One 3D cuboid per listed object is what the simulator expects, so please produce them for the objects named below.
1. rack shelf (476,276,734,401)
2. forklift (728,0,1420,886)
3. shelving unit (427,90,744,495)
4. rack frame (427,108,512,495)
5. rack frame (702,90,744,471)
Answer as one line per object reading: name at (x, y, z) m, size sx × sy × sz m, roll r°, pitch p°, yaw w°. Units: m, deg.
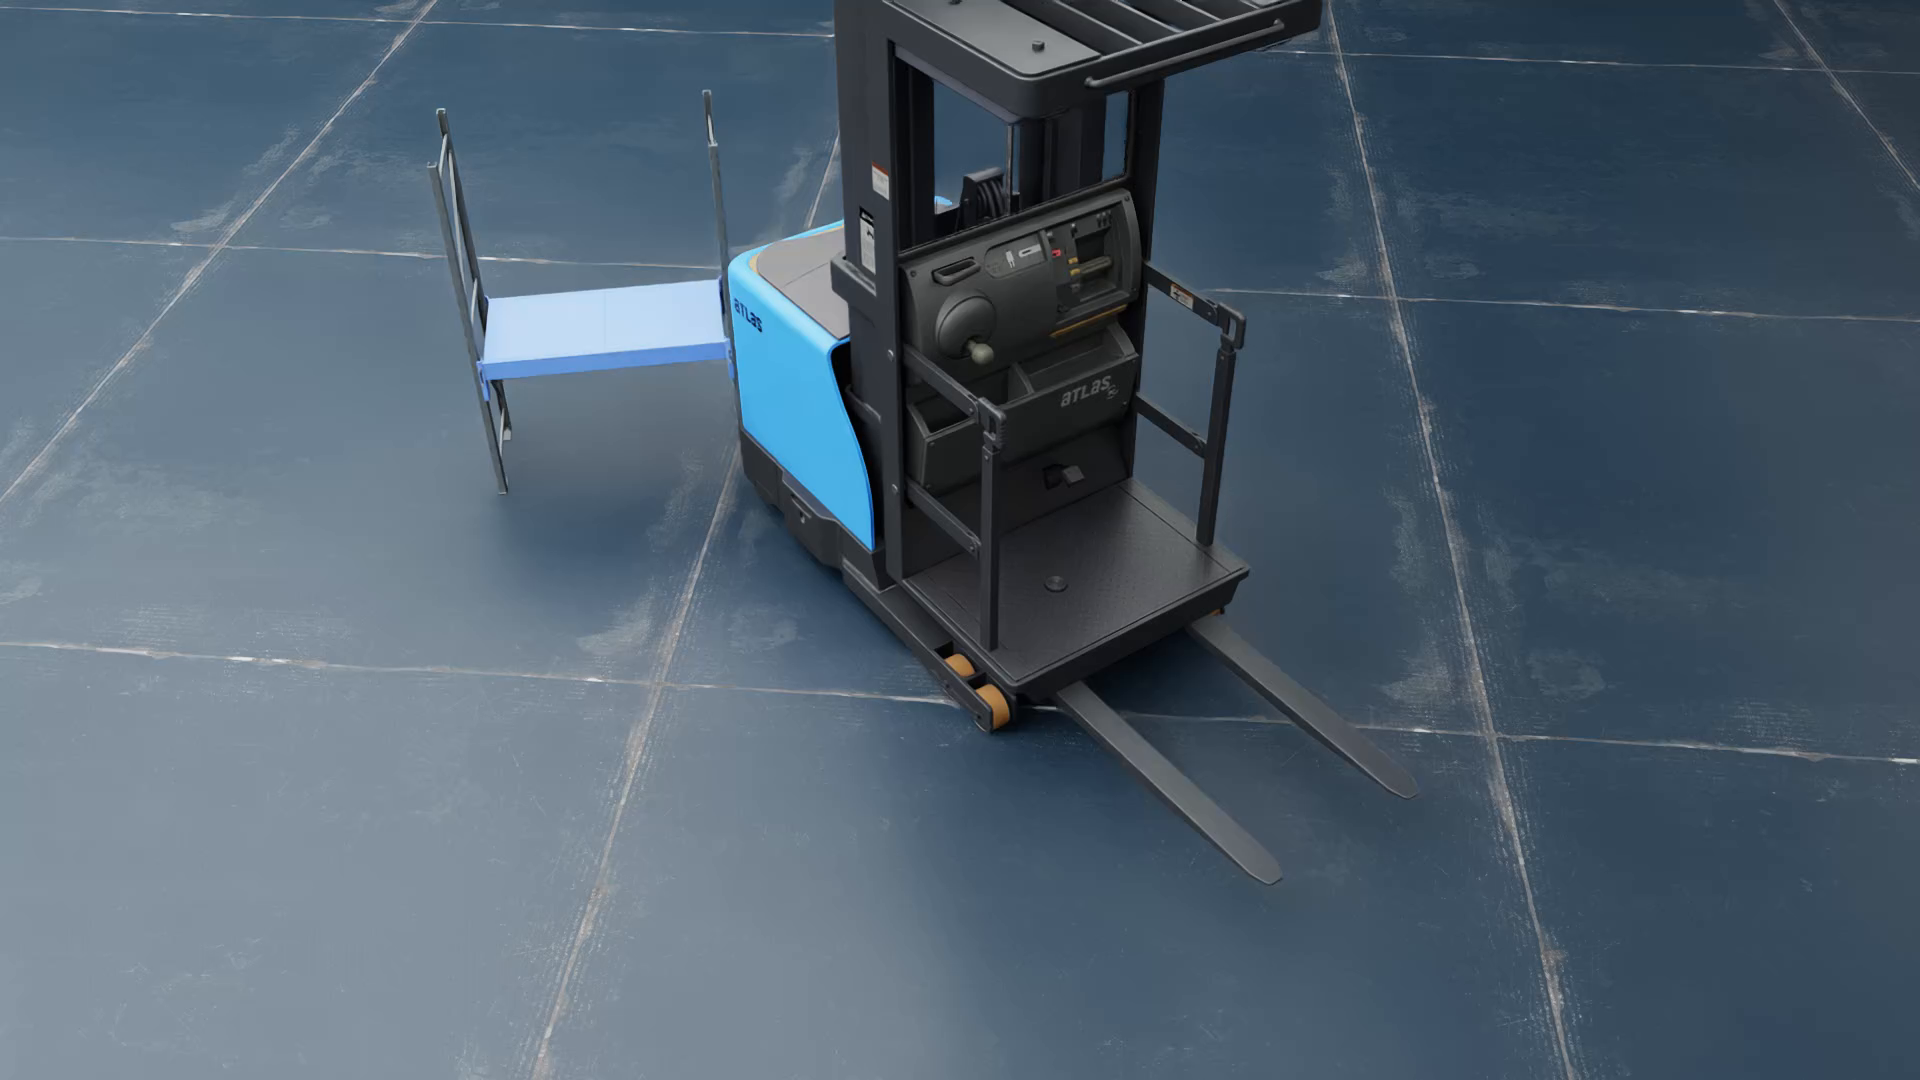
rack shelf at (-1.460, -0.842, 6.882) m, size 1.000 × 0.185 × 0.538 m, roll -6°, pitch 40°, yaw -7°
forklift at (0.349, -0.807, 5.419) m, size 1.130 × 2.935 × 3.031 m, roll -24°, pitch 45°, yaw -27°
shelving unit at (-1.460, -0.982, 6.768) m, size 1.048 × 1.500 × 0.538 m, roll -6°, pitch 40°, yaw -7°
rack frame at (-1.961, -0.928, 6.702) m, size 0.032 × 1.500 × 0.500 m, roll -6°, pitch 40°, yaw -7°
rack frame at (-0.958, -1.036, 6.834) m, size 0.032 × 1.500 × 0.500 m, roll -6°, pitch 40°, yaw -7°
